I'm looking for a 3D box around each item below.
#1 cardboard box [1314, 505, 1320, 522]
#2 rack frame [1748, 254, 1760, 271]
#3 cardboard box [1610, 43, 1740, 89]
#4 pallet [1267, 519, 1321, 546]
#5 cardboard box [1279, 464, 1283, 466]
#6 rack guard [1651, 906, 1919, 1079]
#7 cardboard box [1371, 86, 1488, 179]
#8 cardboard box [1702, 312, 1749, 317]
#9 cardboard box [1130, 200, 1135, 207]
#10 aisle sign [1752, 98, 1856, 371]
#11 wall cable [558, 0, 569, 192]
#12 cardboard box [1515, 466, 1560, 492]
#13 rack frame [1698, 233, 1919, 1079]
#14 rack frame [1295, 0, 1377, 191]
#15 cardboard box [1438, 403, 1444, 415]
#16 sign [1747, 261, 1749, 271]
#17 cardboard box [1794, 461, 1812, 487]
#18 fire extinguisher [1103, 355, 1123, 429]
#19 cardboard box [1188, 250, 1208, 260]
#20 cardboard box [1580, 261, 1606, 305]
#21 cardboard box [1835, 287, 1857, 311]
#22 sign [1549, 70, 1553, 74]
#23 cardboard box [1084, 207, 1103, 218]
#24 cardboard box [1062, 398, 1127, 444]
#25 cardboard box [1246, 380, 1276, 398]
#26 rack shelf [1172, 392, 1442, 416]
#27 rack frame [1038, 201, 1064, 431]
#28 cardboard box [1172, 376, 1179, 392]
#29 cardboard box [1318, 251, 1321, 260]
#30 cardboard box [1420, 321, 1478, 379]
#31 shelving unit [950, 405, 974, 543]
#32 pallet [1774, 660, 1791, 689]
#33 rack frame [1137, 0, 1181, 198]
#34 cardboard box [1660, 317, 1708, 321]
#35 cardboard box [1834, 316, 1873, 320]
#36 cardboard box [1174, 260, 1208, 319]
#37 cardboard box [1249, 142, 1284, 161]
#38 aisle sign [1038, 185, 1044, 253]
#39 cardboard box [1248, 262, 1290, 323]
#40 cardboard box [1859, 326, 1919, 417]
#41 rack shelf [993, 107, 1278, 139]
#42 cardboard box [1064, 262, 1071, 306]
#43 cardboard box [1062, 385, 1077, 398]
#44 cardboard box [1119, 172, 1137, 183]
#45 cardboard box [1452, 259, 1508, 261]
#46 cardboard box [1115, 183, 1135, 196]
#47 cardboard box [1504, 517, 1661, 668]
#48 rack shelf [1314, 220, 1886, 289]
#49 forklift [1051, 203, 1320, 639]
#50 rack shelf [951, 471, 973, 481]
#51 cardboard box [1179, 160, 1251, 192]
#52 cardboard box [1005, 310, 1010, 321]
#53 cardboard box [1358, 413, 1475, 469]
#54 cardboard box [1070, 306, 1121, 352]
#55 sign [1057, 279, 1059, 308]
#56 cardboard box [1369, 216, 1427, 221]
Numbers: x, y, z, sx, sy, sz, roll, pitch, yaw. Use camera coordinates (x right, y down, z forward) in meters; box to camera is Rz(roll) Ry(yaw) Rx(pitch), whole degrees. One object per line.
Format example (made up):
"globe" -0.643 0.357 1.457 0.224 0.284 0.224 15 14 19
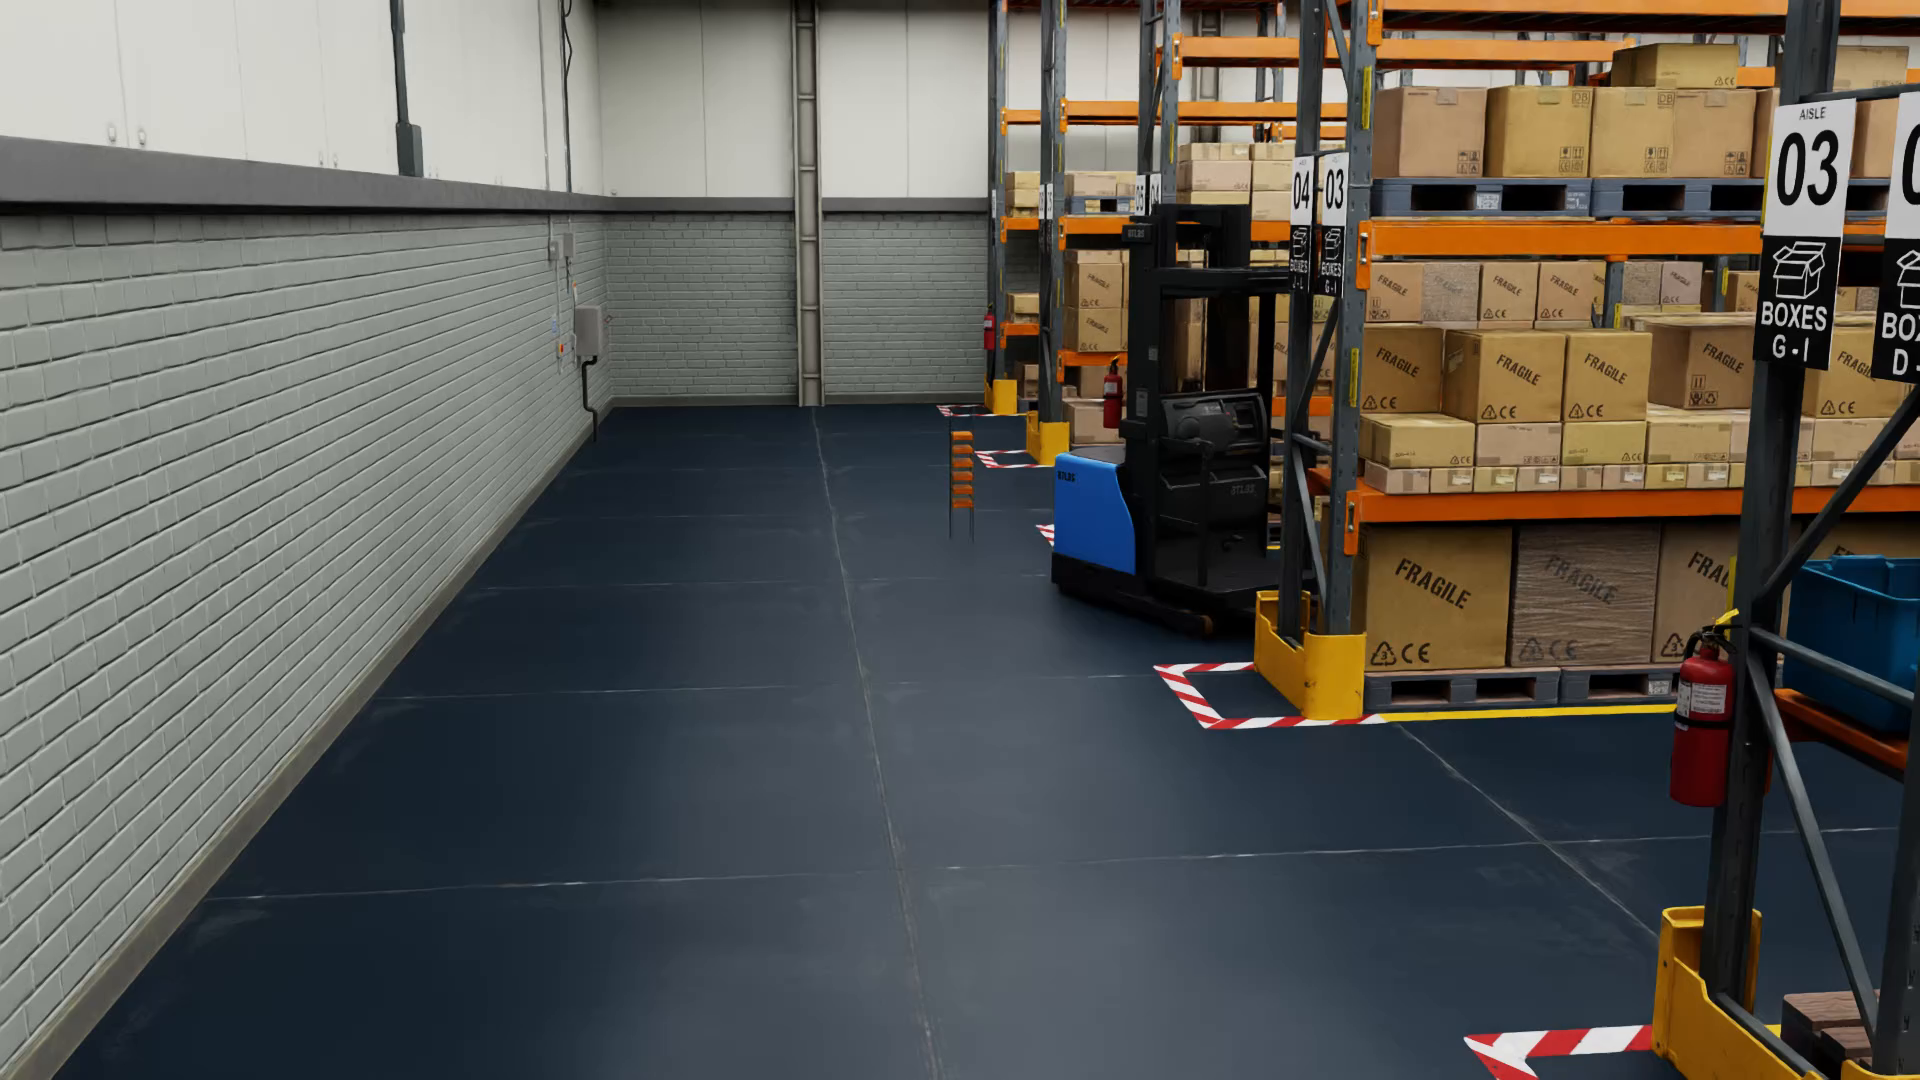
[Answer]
"cardboard box" 3.017 -0.269 14.761 0.250 0.149 0.380 -1 11 -5
"rack frame" 12.453 -3.649 25.654 0.127 3.000 1.000 -1 11 -6
"cardboard box" 4.143 -2.731 9.656 0.500 0.250 0.500 -2 11 -8
"pallet" 2.585 -0.144 15.051 1.213 0.211 1.003 -1 11 -6
"cardboard box" 3.019 -0.576 14.779 0.250 0.149 0.380 -2 11 -9
"rack guard" 2.646 1.633 5.268 0.348 0.500 1.175 -1 11 -6
"cardboard box" 2.645 -2.344 9.632 0.500 0.500 0.700 -2 11 -10
"cardboard box" 7.083 -2.025 15.411 0.250 0.149 0.380 -2 11 -8
"cardboard box" 2.519 -4.938 24.052 0.500 0.250 0.500 -1 11 -7
"aisle sign" 2.565 -0.927 5.069 0.004 0.787 0.394 -1 11 -6
"wall cable" -4.640 -5.363 18.818 0.029 3.000 2.355 -1 11 -6
"cardboard box" 3.291 -0.384 9.698 0.250 0.149 0.380 -1 11 -7
"rack frame" 2.668 0.403 5.042 0.127 3.000 1.000 -1 11 -6
"rack frame" 2.134 -3.490 9.295 0.127 3.000 1.000 -1 11 -6
"cardboard box" 3.091 -0.691 10.222 0.500 0.250 0.500 -1 11 -7
"sign" 12.392 -4.219 26.104 0.005 0.325 0.100 -1 11 -6
"cardboard box" 4.819 -0.416 9.860 0.250 0.149 0.380 -1 11 -5
"fire extinguisher" 1.398 -1.362 15.189 0.183 0.674 0.296 -1 11 -6
"cardboard box" 2.738 -3.284 19.262 0.250 0.149 0.380 -1 11 -6
"cardboard box" 7.527 -3.071 19.863 0.500 0.500 0.500 -1 11 -6
"cardboard box" 10.533 -3.005 20.256 0.500 0.500 0.500 -1 11 -5
"sign" 8.545 -6.903 24.025 0.005 0.325 0.100 -1 11 -6
"cardboard box" 1.899 -4.715 23.949 0.250 0.149 0.380 -1 11 -6
"cardboard box" 1.709 -1.429 19.914 0.875 0.438 0.875 -2 11 -8
"cardboard box" 2.578 -1.329 14.505 0.250 0.149 0.380 -2 11 -8
"rack shelf" 3.687 -1.189 15.004 4.000 0.370 1.077 -1 11 -6
"rack frame" 1.063 -2.447 19.540 0.127 3.000 1.000 -1 11 -6
"cardboard box" 1.992 -1.438 15.057 0.250 0.149 0.380 -1 11 -6
"cardboard box" 4.245 -3.333 19.514 0.250 0.149 0.380 -1 11 -6
"cardboard box" 4.214 -1.693 14.676 0.500 0.500 0.500 -1 11 -6
"shelving unit" 0.014 -0.589 14.754 0.189 1.200 0.258 -1 11 -6
"pallet" 5.346 0.739 10.562 1.213 0.211 1.003 -1 11 -6
"rack frame" 1.698 -4.444 14.144 0.127 3.000 1.000 -1 11 -6
"cardboard box" 6.393 -1.885 14.701 0.250 0.149 0.380 -1 11 -4
"cardboard box" 7.928 -1.917 14.862 0.250 0.149 0.380 -1 11 -3
"cardboard box" 2.126 -2.243 14.879 0.500 0.500 0.500 -1 11 -7
"cardboard box" 2.578 -3.296 14.140 0.250 0.149 0.380 -1 11 -6
"aisle sign" 0.958 -3.781 19.584 0.004 0.787 0.394 -1 11 -6
"cardboard box" 2.674 -2.156 14.436 0.500 0.500 0.500 -1 11 -4
"cardboard box" 5.682 -1.010 9.901 0.500 0.500 0.500 -1 11 -4
"rack shelf" 2.512 -6.030 24.085 4.000 0.370 1.077 -1 11 -6
"cardboard box" 1.517 -3.043 19.718 0.500 0.500 0.500 -1 11 -4
"cardboard box" 1.568 -2.202 24.596 0.250 0.149 0.380 -2 11 -8
"cardboard box" 2.503 -5.182 23.998 0.500 0.250 0.500 -1 11 -5
"cardboard box" 4.686 -2.293 15.132 0.500 0.500 0.500 -2 11 -8
"cardboard box" 1.909 -4.102 19.483 0.250 0.149 0.380 -2 11 -10
"cardboard box" 3.666 0.242 10.280 0.875 0.875 0.875 -1 11 -6
"rack shelf" 4.122 -1.707 9.865 4.000 0.370 1.077 -1 11 -6
"forklift" 1.929 -0.863 11.660 1.130 2.935 3.031 -7 13 -32
"rack shelf" 0.014 -0.545 14.762 0.180 0.103 0.258 -1 11 -6
"cardboard box" 2.173 -3.103 14.193 0.500 0.250 0.500 -1 11 -5
"cardboard box" 0.824 -3.334 24.703 0.250 0.149 0.380 -1 11 -7
"cardboard box" 2.640 -0.577 9.647 0.500 0.250 0.500 -2 11 -8
"cardboard box" 1.572 -2.451 19.302 0.500 0.500 0.500 -1 11 -7
"sign" 1.117 -2.804 18.907 0.005 0.325 0.100 -1 11 -6
"cardboard box" 3.721 -2.891 14.409 0.500 0.250 0.500 -1 11 -6
